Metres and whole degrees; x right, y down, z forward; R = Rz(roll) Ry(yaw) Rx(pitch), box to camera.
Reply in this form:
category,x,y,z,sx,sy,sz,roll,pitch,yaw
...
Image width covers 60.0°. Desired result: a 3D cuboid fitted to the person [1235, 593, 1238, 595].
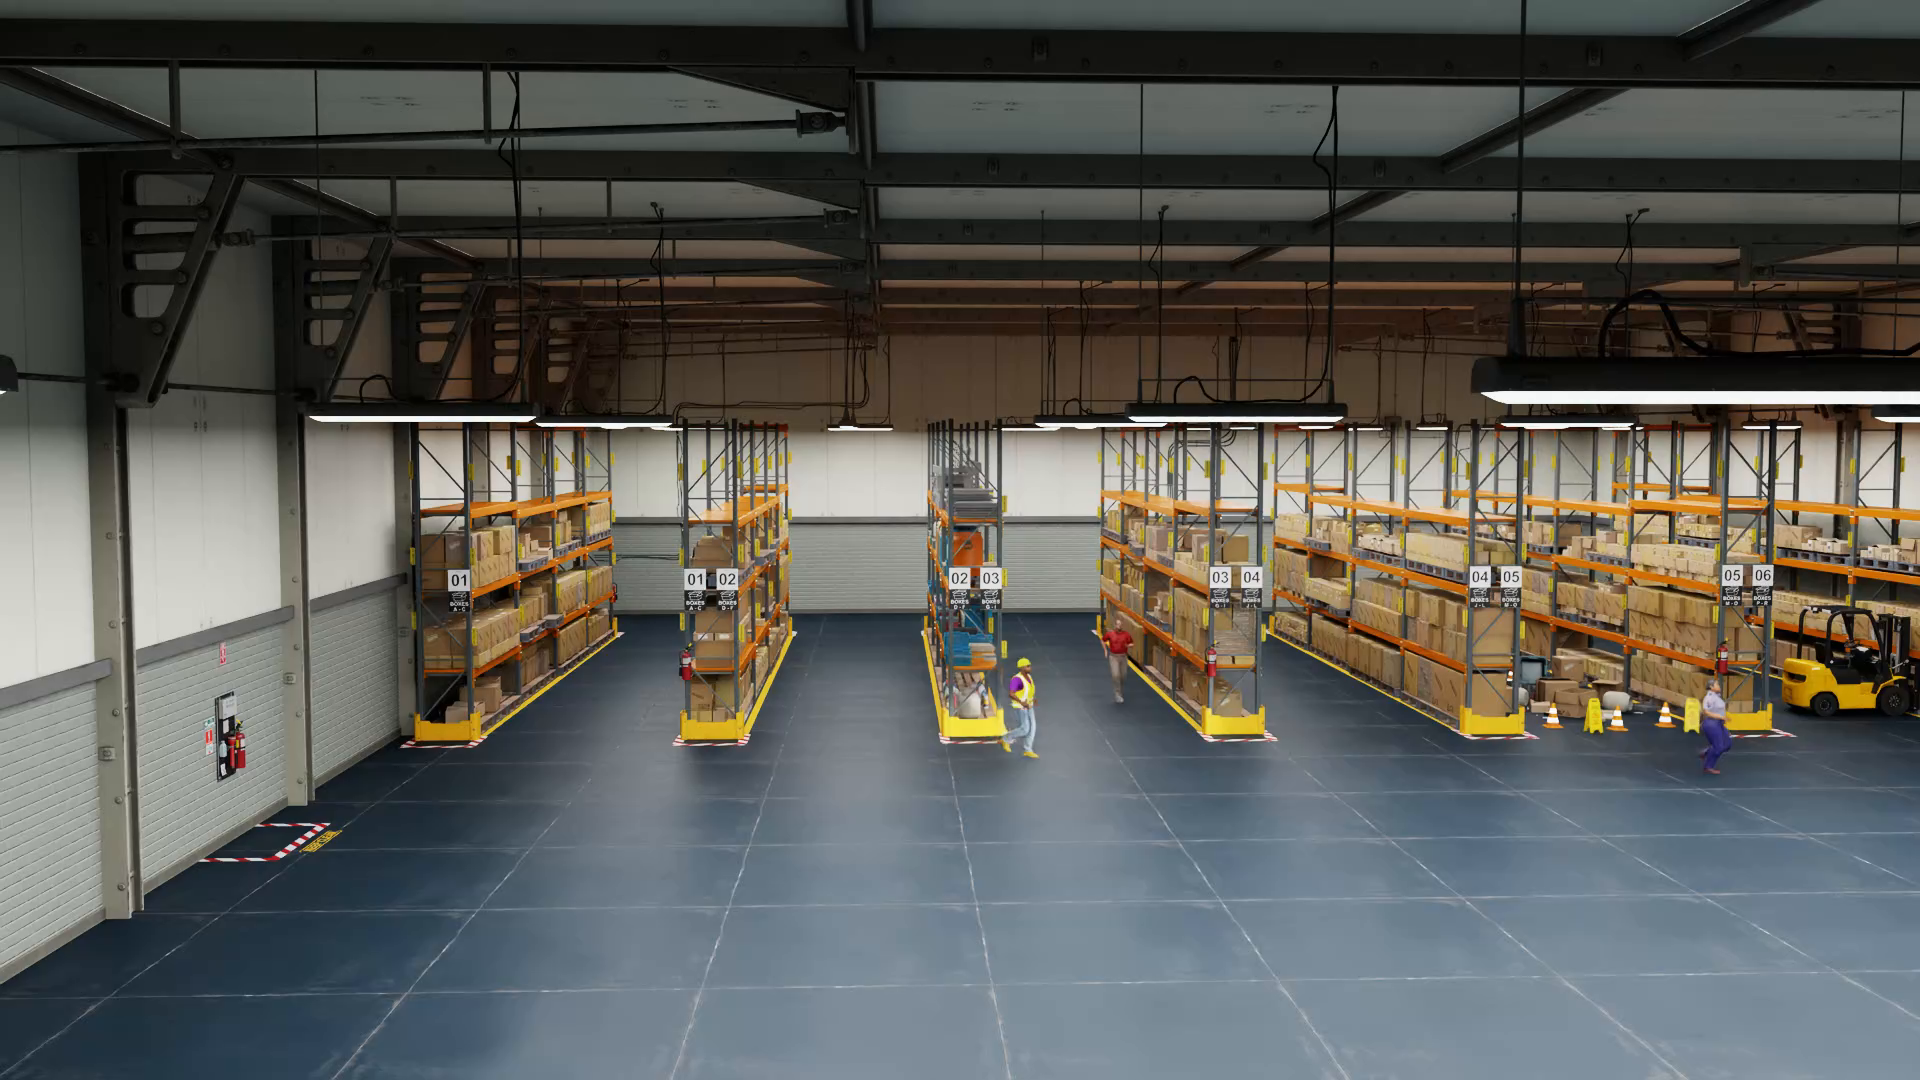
category,x,y,z,sx,sy,sz,roll,pitch,yaw
person,7.632,1.773,47.591,0.700,1.767,0.902,3,5,39

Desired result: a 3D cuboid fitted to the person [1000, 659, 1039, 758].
category,x,y,z,sx,sy,sz,roll,pitch,yaw
person,1.087,2.969,29.501,0.720,1.754,0.726,2,4,29

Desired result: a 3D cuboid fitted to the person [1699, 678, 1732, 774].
category,x,y,z,sx,sy,sz,roll,pitch,yaw
person,12.709,3.129,27.962,0.561,1.599,0.600,3,5,38

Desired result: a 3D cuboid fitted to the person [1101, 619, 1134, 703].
category,x,y,z,sx,sy,sz,roll,pitch,yaw
person,3.398,2.559,35.637,0.662,1.714,0.989,-1,4,-12
